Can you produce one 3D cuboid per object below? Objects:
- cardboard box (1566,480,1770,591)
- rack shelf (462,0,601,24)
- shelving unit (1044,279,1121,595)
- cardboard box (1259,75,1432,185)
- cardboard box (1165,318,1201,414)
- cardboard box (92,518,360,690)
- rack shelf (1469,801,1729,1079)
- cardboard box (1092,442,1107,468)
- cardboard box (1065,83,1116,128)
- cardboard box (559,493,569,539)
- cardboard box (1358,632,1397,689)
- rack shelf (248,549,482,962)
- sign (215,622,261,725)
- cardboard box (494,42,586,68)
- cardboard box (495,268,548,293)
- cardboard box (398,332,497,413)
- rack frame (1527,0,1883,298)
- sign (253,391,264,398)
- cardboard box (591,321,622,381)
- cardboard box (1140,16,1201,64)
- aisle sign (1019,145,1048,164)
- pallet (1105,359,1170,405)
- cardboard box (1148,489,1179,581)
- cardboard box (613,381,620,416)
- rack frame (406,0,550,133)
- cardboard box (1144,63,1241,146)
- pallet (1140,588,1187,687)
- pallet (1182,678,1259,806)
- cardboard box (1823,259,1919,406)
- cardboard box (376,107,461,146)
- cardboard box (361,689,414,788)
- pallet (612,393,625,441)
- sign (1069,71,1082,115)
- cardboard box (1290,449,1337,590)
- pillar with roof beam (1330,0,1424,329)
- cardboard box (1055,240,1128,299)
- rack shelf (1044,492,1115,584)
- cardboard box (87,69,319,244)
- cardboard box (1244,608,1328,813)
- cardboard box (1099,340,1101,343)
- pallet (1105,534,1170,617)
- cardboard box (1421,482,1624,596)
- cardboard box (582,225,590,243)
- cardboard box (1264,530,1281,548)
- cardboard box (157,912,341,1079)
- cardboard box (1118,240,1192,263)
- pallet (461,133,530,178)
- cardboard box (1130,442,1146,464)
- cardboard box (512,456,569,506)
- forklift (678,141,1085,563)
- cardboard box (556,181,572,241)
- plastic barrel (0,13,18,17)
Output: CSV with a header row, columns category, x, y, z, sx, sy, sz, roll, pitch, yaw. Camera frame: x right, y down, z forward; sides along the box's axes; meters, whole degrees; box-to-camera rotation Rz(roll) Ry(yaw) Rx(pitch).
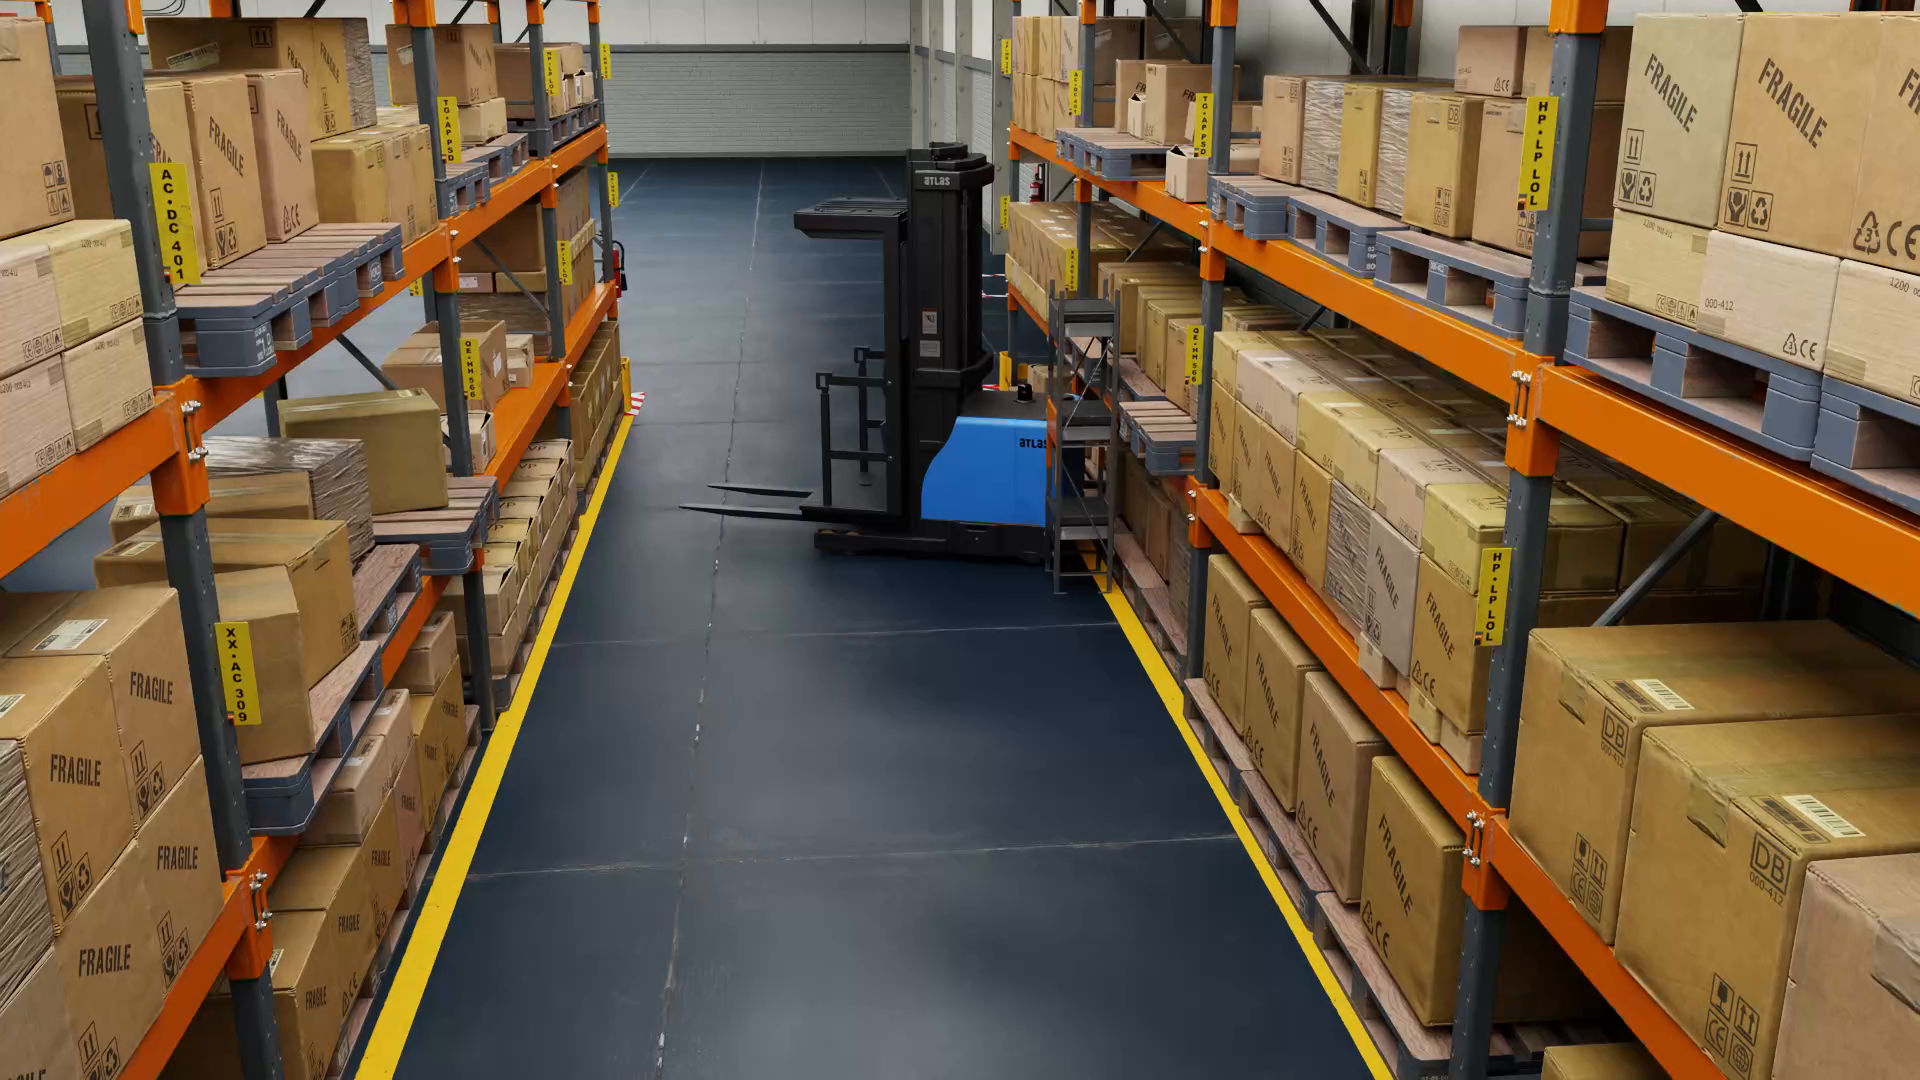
category,x,y,z,sx,sy,sz,roll,pitch,yaw
cardboard box,2.447,-0.025,5.799,0.500,0.250,0.500,-1,17,-4
rack shelf,-3.723,-4.476,13.780,1.077,0.370,4.000,-2,18,-6
shelving unit,0.830,-0.703,11.409,0.431,2.100,0.503,-1,17,-4
cardboard box,1.929,-2.063,8.332,0.700,0.500,0.500,-3,18,-10
cardboard box,1.679,-1.077,10.199,0.700,0.500,0.500,-3,18,-11
cardboard box,-2.652,0.233,6.061,0.700,0.500,0.500,1,17,3
rack shelf,2.441,1.616,3.721,1.077,0.370,4.000,-2,18,-6
cardboard box,1.325,-0.723,13.967,0.380,0.166,0.250,-4,18,-13
cardboard box,1.112,-3.338,13.094,0.500,0.500,0.500,-1,17,-4
cardboard box,-3.135,-0.175,12.116,0.500,0.250,0.500,-2,18,-6
cardboard box,1.801,0.466,6.572,0.380,0.149,0.250,-2,18,-6
rack shelf,-2.898,0.579,7.026,1.077,0.370,4.000,-2,18,-6
sign,-2.153,0.399,4.952,0.100,0.325,0.005,-2,18,-6
cardboard box,-3.874,-4.320,15.314,0.797,0.503,0.637,-1,17,-2
cardboard box,-3.352,-1.995,12.774,0.380,0.149,0.250,-2,18,-6
cardboard box,-3.348,-1.064,10.892,0.500,0.500,0.500,-2,18,-6
rack frame,2.235,-2.185,4.613,1.000,3.000,0.127,-2,18,-6
sign,-3.656,-0.894,8.585,0.100,0.325,0.005,-2,18,-6
cardboard box,-3.578,-1.839,16.166,0.500,0.500,0.500,-2,18,-6
cardboard box,1.644,-3.826,12.980,0.500,0.500,0.500,-1,17,-4
aisle sign,0.692,-4.150,16.549,0.394,0.787,0.004,-2,18,-6
pallet,1.578,-1.011,11.211,1.003,0.211,1.213,-2,18,-6
cardboard box,1.679,-0.049,11.263,0.700,0.500,0.500,-2,18,-6
cardboard box,-3.517,-1.333,15.804,0.500,0.250,0.500,-2,18,-6
rack frame,-3.517,-4.414,11.714,1.000,3.000,0.127,-2,18,-6
cardboard box,1.514,-2.852,10.879,0.500,0.500,0.500,-2,18,-8
pallet,1.743,0.583,10.467,1.003,0.211,1.213,-2,18,-6
pallet,1.829,1.053,8.970,1.003,0.211,1.213,-2,18,-6
cardboard box,2.143,-0.411,3.354,0.500,0.250,0.500,-2,18,-7
cardboard box,-3.381,-2.540,10.302,0.500,0.250,0.500,-3,18,-10
cardboard box,-2.655,0.857,7.125,0.500,0.250,0.500,-2,18,-7
pallet,-3.809,-1.187,16.105,1.003,0.211,1.213,-2,18,-6
sign,0.871,-3.365,12.516,0.100,0.325,0.005,-2,18,-6
cardboard box,1.774,-0.102,7.297,0.500,0.500,0.500,-1,17,-4
pillar with roof beam,-1.733,-3.658,9.304,9.100,9.000,0.400,-2,18,-6
cardboard box,1.054,-2.133,13.429,0.500,0.500,0.500,-2,18,-6
rack shelf,0.830,-0.022,11.623,0.431,0.518,0.480,-1,17,-4
cardboard box,-2.811,-1.445,6.229,0.600,0.600,0.600,-2,18,-8
cardboard box,1.852,0.795,8.024,0.750,0.750,0.750,-2,18,-6
cardboard box,1.060,-1.776,13.543,0.500,0.250,0.500,-2,18,-6
pallet,1.621,0.221,11.622,1.003,0.211,1.213,-2,18,-6
cardboard box,1.932,-0.011,5.755,0.500,0.250,0.500,-1,17,-4
cardboard box,-3.646,-2.839,15.462,0.380,0.149,0.250,-2,18,-6
cardboard box,1.735,-0.071,8.280,0.380,0.149,0.250,-2,18,-6
cardboard box,-2.499,1.663,5.812,0.500,0.500,0.500,-3,18,-8
cardboard box,1.569,-2.148,13.477,0.500,0.500,0.500,-2,18,-7
pallet,-3.413,-2.629,11.356,0.805,0.209,1.217,-2,18,-8
cardboard box,1.551,-0.731,12.185,0.500,0.250,0.500,-2,18,-7
cardboard box,-3.130,-0.441,12.028,0.500,0.311,0.500,-1,17,-4
forklift,-0.612,-1.440,12.370,3.031,2.935,1.130,4,18,12
cardboard box,-3.724,-2.799,14.253,0.700,0.500,0.500,-2,18,-6
plastic barrel,-8.680,-4.287,14.899,0.600,0.830,0.708,-2,18,-6
